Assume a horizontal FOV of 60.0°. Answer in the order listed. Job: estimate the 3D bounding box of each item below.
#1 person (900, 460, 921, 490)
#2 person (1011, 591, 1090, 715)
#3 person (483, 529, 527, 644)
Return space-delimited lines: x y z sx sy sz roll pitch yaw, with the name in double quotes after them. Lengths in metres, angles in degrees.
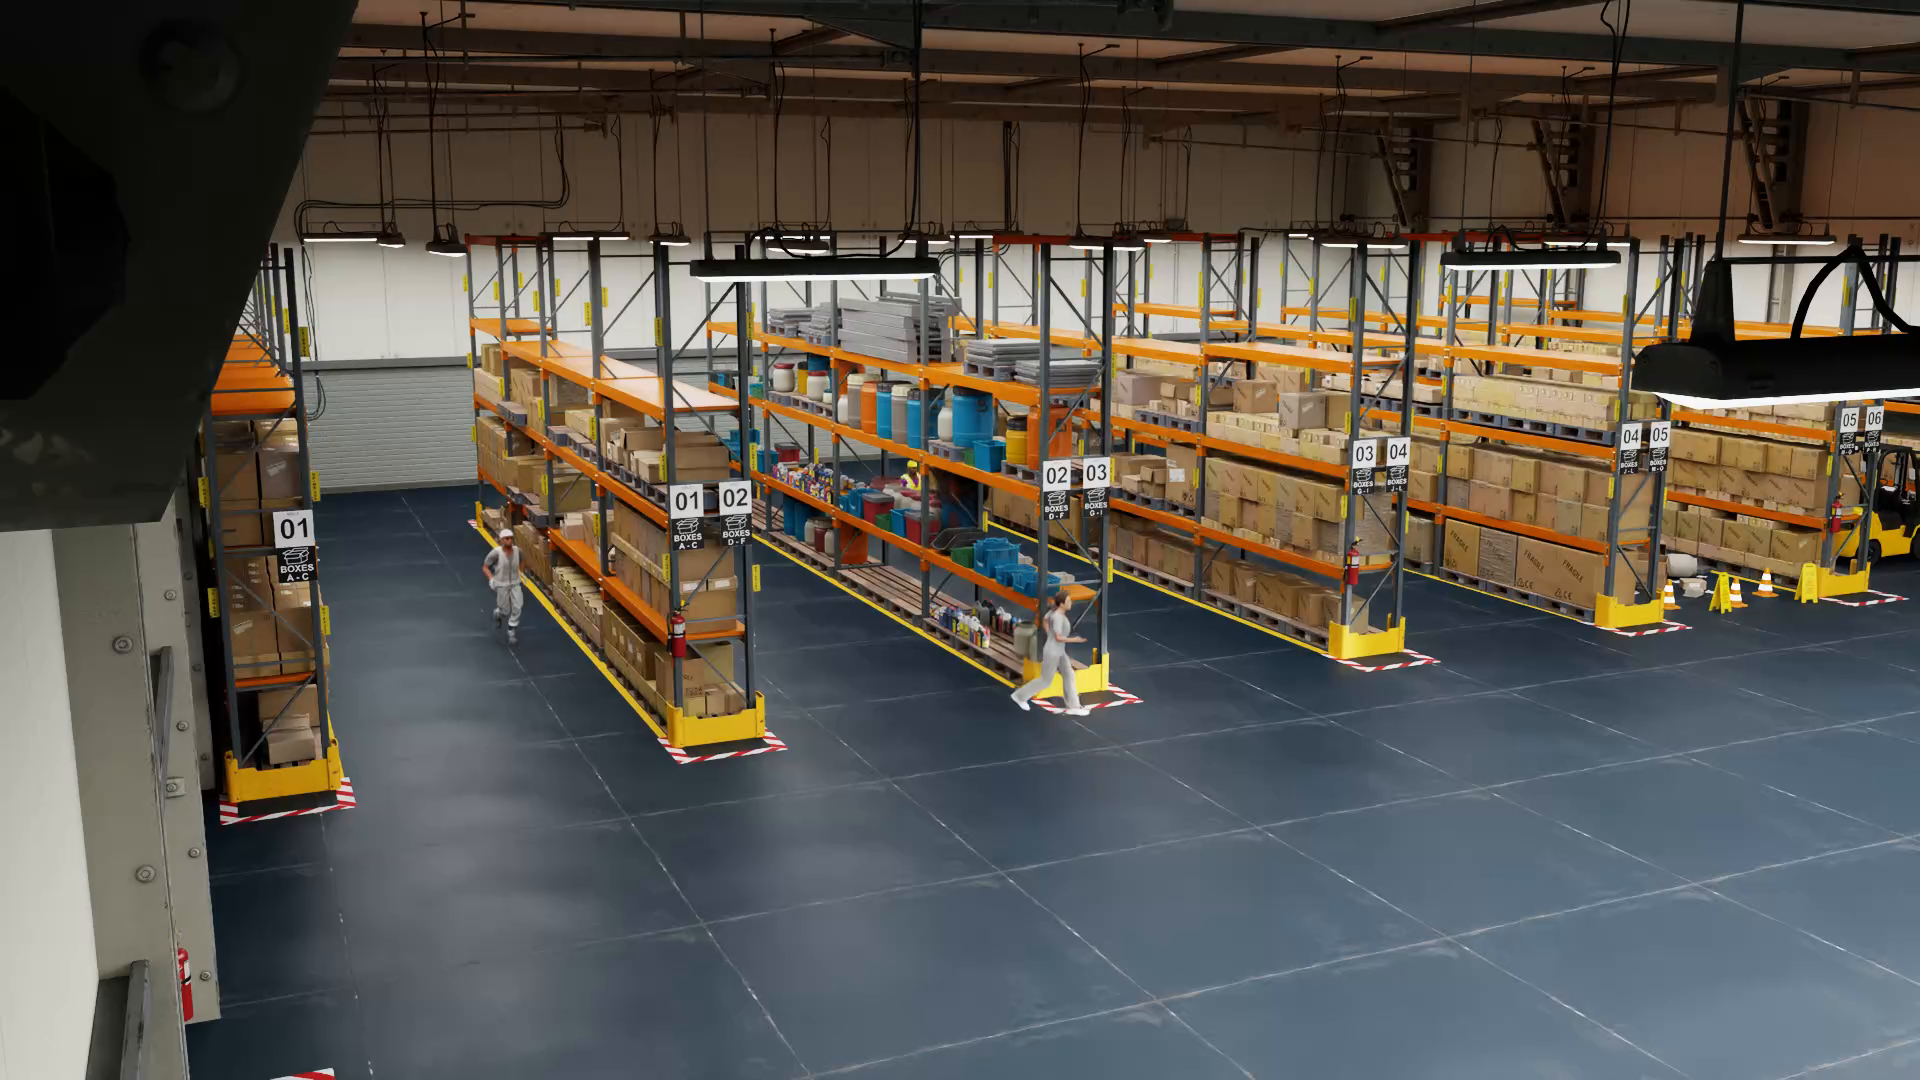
-0.889 -0.650 31.877 0.674 1.786 0.805 -5 12 -25 "person"
1.157 1.453 21.238 1.007 1.638 0.541 2 11 8 "person"
-6.876 0.670 25.190 0.673 1.735 0.676 -8 13 -35 "person"
